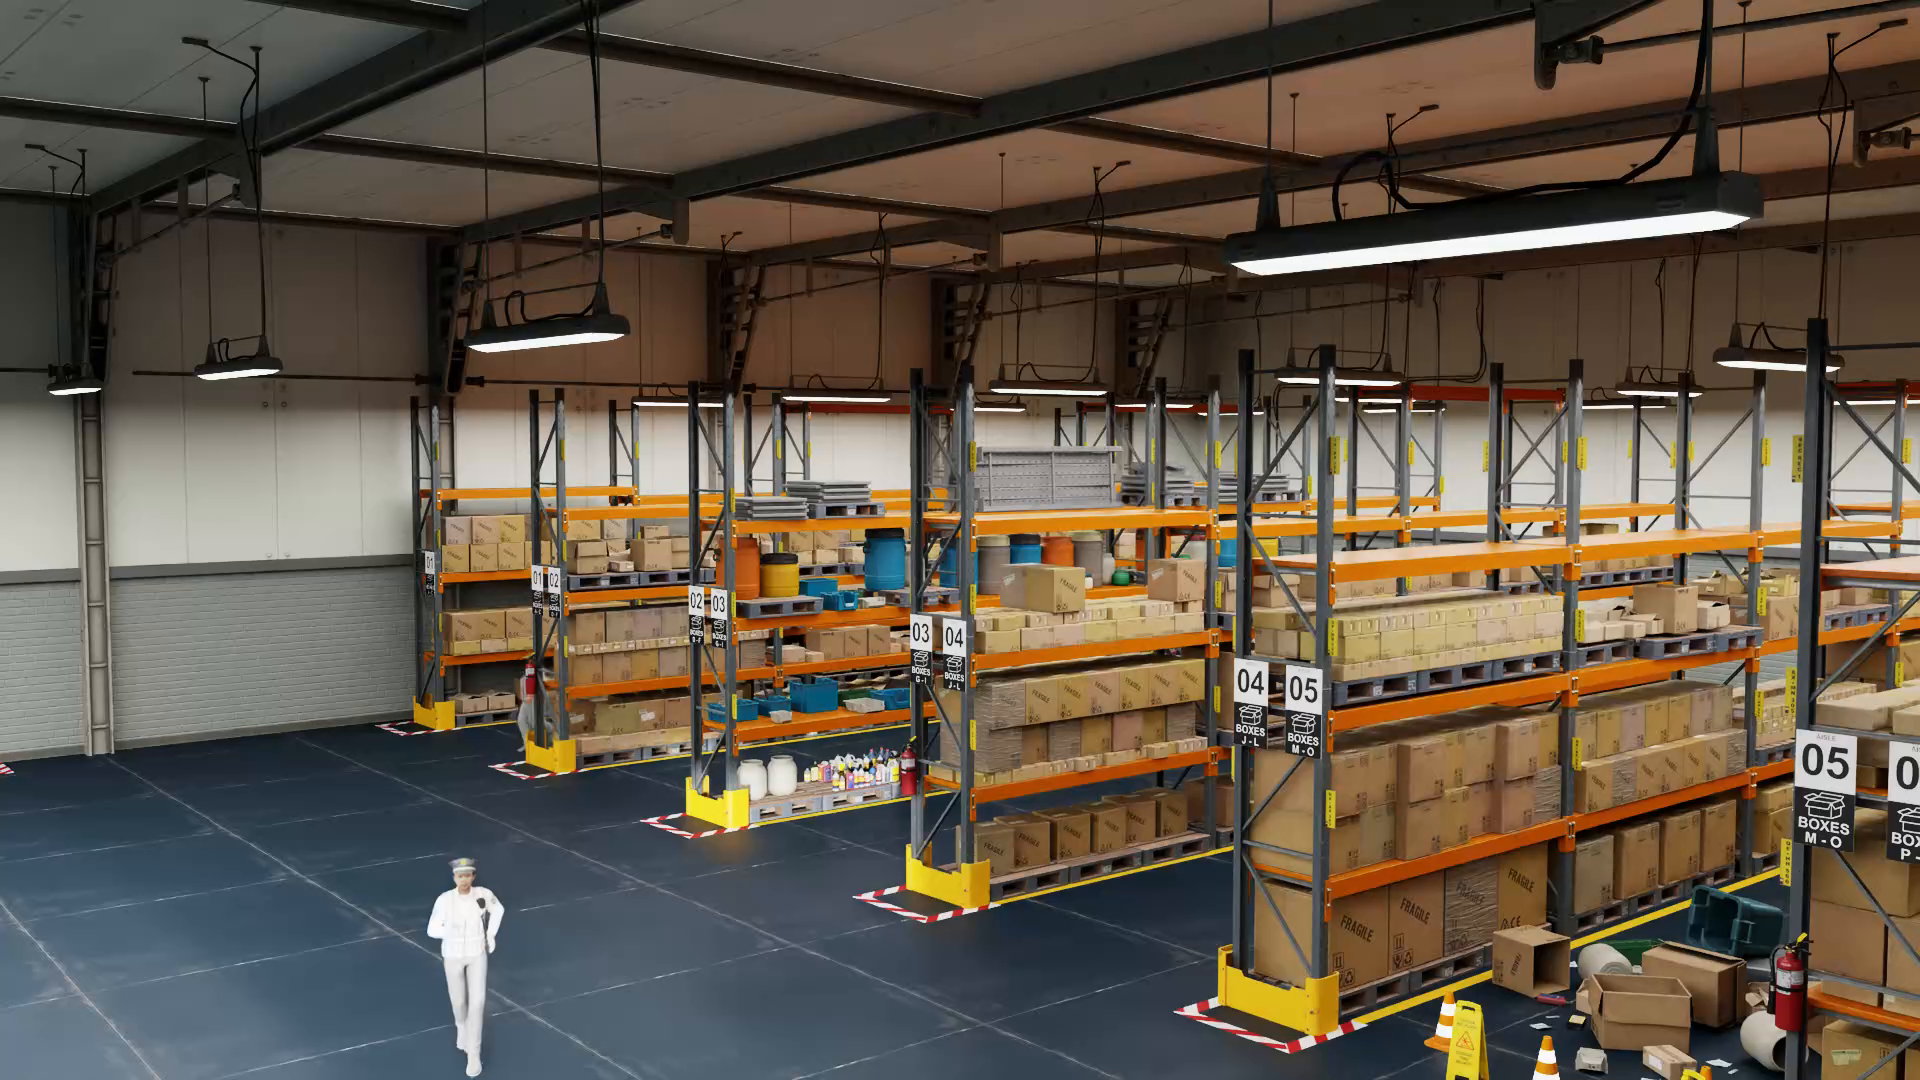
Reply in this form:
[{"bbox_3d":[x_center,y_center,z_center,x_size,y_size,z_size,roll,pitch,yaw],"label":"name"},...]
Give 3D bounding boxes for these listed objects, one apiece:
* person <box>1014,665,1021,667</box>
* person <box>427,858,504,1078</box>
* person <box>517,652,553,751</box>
[{"bbox_3d":[1.136,2.618,29.282,0.589,1.635,0.802,3,4,40],"label":"person"},{"bbox_3d":[-4.106,3.484,13.825,0.600,1.730,0.785,-1,3,-13],"label":"person"},{"bbox_3d":[-7.120,2.715,27.999,0.732,1.649,0.623,-3,5,-42],"label":"person"}]
